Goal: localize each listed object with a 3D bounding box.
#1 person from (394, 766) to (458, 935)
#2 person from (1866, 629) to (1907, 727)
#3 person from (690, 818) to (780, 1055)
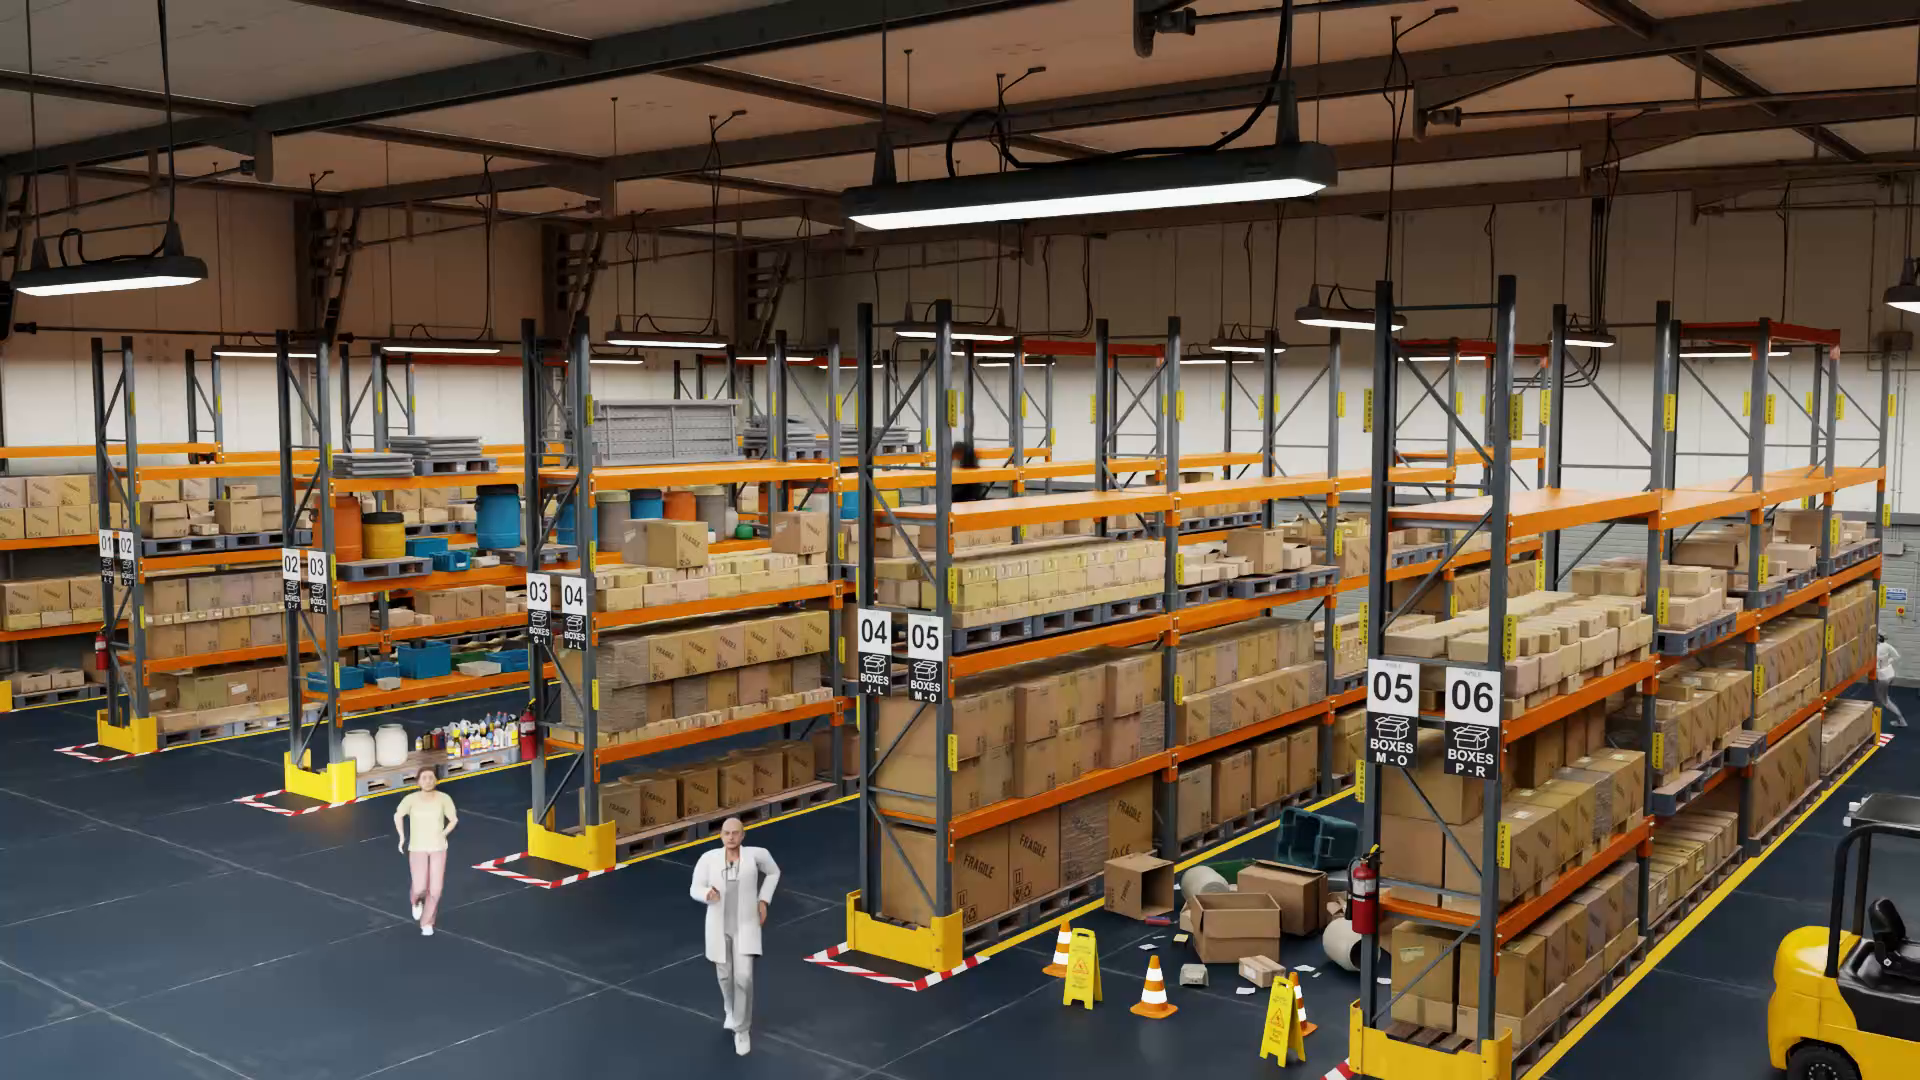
[{"bbox_3d":[-5.098,2.973,15.928,0.577,1.628,0.548,-2,5,-22],"label":"person"},{"bbox_3d":[14.338,2.122,25.850,0.767,1.563,0.541,-3,6,-28],"label":"person"},{"bbox_3d":[-1.802,3.132,13.259,0.685,1.843,0.793,0,5,1],"label":"person"}]
